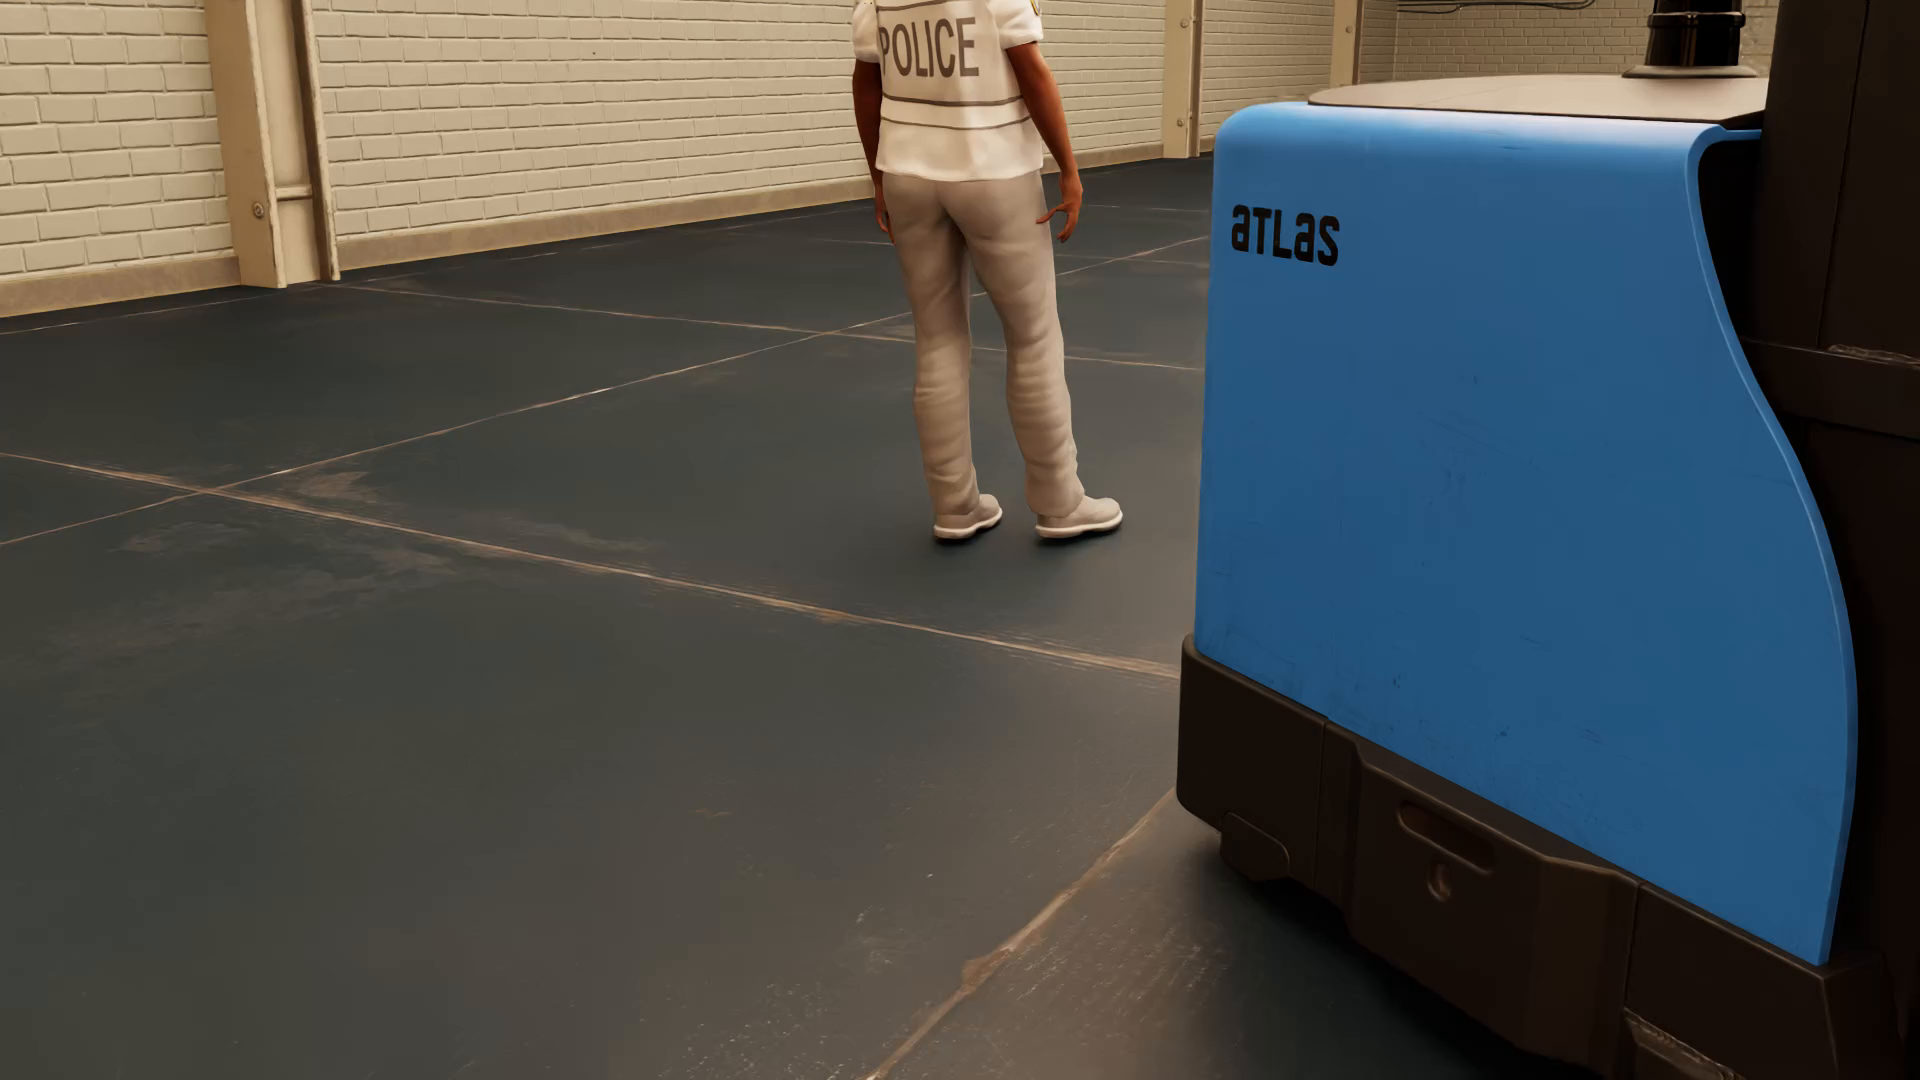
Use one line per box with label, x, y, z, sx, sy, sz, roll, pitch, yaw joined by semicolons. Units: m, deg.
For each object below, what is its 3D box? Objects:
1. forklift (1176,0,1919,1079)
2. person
forklift;1.474;-0.661;1.097;1.130;2.935;3.031;-9;19;-28
person;0.054;-0.835;3.853;0.570;1.694;0.528;9;19;28
